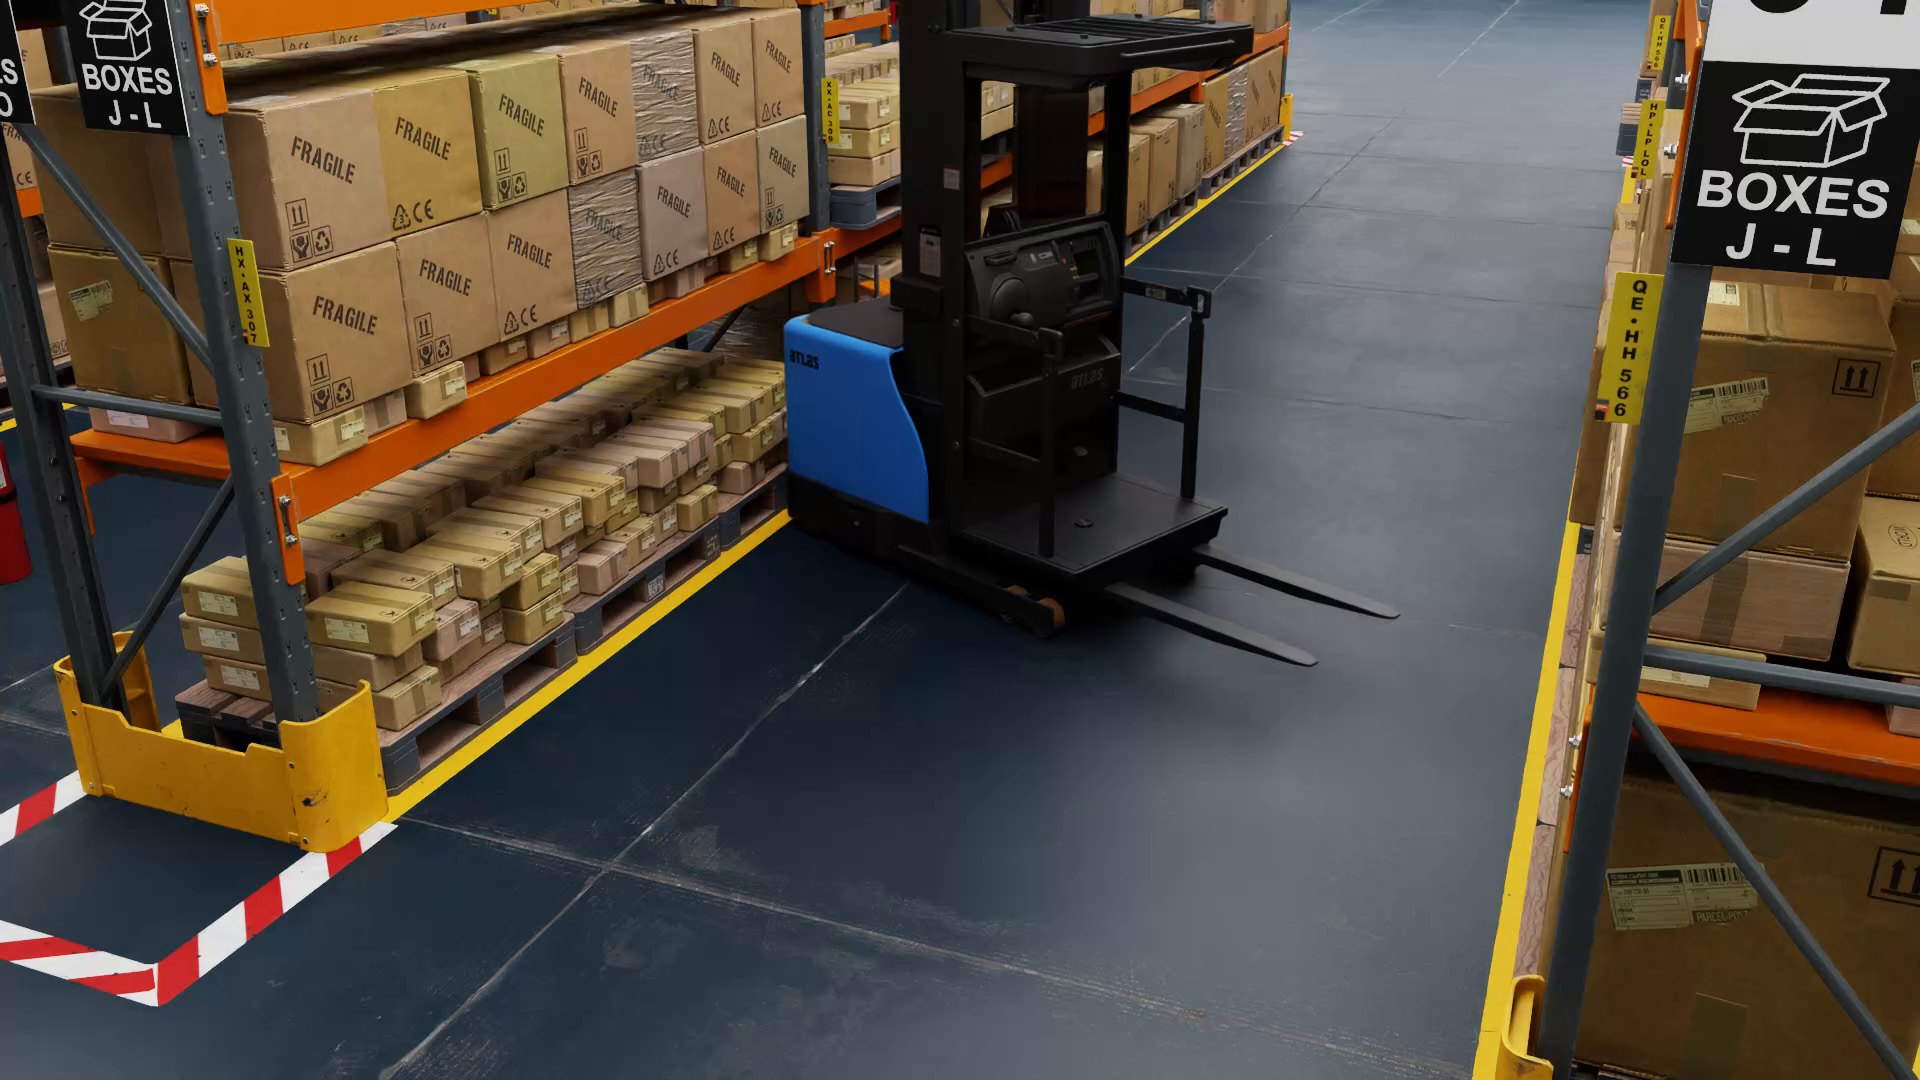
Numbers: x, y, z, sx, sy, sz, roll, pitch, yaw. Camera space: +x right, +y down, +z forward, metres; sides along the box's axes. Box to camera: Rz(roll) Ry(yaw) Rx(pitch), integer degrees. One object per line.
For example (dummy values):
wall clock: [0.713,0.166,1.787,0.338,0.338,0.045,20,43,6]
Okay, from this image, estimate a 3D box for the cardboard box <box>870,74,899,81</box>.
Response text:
cardboard box: [-0.304,-2.562,9.502,0.380,0.149,0.250,8,24,19]

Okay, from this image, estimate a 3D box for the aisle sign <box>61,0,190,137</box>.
aisle sign: [-2.402,-1.553,4.703,0.394,0.787,0.004,9,24,20]

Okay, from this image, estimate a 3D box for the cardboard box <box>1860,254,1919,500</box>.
cardboard box: [2.529,-0.402,4.157,0.500,0.500,0.500,8,24,19]

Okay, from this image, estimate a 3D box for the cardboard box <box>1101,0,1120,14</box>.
cardboard box: [0.869,-4.317,13.267,0.700,0.500,0.500,8,24,19]

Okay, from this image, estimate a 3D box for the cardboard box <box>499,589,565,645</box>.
cardboard box: [-1.858,0.287,6.826,0.380,0.149,0.250,9,24,21]

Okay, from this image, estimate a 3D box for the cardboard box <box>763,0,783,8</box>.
cardboard box: [-2.242,-5.873,17.903,0.500,0.500,0.500,9,24,20]

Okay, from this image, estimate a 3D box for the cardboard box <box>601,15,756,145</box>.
cardboard box: [-1.278,-2.106,7.587,0.500,0.500,0.500,8,24,18]

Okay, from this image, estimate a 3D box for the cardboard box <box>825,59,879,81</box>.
cardboard box: [-0.715,-2.844,10.176,0.380,0.149,0.250,8,24,18]

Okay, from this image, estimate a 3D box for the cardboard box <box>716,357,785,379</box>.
cardboard box: [-1.058,-0.842,8.756,0.380,0.149,0.250,9,24,22]

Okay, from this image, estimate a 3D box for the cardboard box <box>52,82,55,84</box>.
cardboard box: [-5.863,-2.880,10.800,0.500,0.250,0.500,9,24,20]

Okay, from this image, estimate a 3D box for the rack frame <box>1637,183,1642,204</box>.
rack frame: [6.372,-3.970,13.864,1.000,3.000,0.127,9,24,20]

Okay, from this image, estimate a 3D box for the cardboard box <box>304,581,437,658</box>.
cardboard box: [-2.143,0.286,6.056,0.380,0.149,0.250,8,24,18]

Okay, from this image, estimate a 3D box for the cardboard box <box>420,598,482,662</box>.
cardboard box: [-2.066,0.321,6.357,0.380,0.149,0.250,9,24,20]

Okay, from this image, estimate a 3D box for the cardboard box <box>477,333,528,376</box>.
cardboard box: [-1.930,-0.767,6.521,0.380,0.149,0.250,9,24,20]

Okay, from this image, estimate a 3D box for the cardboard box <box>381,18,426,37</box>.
cardboard box: [-4.447,-4.058,12.647,0.500,0.500,0.500,9,24,21]

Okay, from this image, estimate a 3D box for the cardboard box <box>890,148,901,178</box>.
cardboard box: [-0.497,-2.107,9.183,0.380,0.149,0.250,9,24,21]

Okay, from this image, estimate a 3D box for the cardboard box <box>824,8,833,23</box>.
cardboard box: [-1.694,-6.073,19.222,0.380,0.149,0.250,9,24,20]

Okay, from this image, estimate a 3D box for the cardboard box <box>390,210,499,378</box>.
cardboard box: [-2.055,-0.922,6.050,0.500,0.500,0.500,9,24,20]

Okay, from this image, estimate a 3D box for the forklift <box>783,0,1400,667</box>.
forklift: [0.529,-1.157,7.217,3.031,2.935,1.130,21,30,41]

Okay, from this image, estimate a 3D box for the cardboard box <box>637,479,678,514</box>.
cardboard box: [-1.541,-0.251,7.728,0.380,0.149,0.250,8,24,18]

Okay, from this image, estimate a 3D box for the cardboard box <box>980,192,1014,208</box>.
cardboard box: [0.130,-2.207,11.368,0.500,0.250,0.500,9,24,21]

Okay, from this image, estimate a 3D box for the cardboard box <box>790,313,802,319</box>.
cardboard box: [-0.647,-1.121,9.740,0.500,0.500,0.500,10,25,22]

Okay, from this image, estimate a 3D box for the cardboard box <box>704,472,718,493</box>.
cardboard box: [-1.420,-0.281,8.186,0.380,0.149,0.250,8,24,19]

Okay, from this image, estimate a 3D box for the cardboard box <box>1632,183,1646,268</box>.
cardboard box: [3.510,-1.536,7.906,0.500,0.500,0.500,10,25,22]

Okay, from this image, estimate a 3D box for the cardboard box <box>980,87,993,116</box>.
cardboard box: [-0.015,-2.704,10.227,0.380,0.149,0.250,8,24,19]

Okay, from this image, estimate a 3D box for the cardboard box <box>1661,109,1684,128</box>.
cardboard box: [2.985,-1.387,6.514,0.500,0.500,0.500,9,24,20]

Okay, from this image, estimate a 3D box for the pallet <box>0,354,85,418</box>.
pallet: [-6.156,-0.979,10.319,1.003,0.211,1.213,9,24,20]

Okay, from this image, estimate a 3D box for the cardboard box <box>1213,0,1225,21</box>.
cardboard box: [2.113,-5.120,16.420,0.875,0.550,0.550,9,24,20]

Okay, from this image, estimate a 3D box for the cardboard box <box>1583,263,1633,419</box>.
cardboard box: [3.950,-0.873,8.659,1.225,0.875,0.875,8,24,18]

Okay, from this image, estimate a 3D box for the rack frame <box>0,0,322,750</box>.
rack frame: [-2.653,-0.422,5.370,1.000,3.000,0.127,9,24,20]

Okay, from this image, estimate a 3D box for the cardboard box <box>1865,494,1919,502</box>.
cardboard box: [2.530,-0.064,4.321,0.500,0.250,0.500,8,24,19]

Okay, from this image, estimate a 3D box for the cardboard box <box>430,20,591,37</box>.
cardboard box: [-1.956,-2.008,7.354,0.500,0.500,0.500,9,24,21]

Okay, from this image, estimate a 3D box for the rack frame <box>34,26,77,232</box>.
rack frame: [-5.801,-2.526,10.407,1.000,3.000,0.127,9,24,20]

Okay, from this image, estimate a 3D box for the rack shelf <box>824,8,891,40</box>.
rack shelf: [-2.087,-5.773,19.112,1.077,0.370,4.000,9,24,20]

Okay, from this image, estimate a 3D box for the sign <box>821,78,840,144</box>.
sign: [-0.661,-2.178,8.450,0.100,0.325,0.005,9,24,20]

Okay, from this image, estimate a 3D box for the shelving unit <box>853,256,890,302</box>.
shelving unit: [-0.278,-0.937,8.934,0.503,1.200,0.258,-14,26,-30]

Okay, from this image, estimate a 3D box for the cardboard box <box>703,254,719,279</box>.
cardboard box: [-1.365,-1.325,7.856,0.380,0.149,0.250,8,24,19]

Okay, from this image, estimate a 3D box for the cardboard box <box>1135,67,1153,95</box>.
cardboard box: [1.297,-3.994,13.791,0.500,0.500,0.500,9,24,19]

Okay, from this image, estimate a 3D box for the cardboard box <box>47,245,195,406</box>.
cardboard box: [-2.725,-0.804,5.766,0.500,0.500,0.500,9,24,21]

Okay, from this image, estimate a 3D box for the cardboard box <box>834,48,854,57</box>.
cardboard box: [-1.590,-5.580,19.768,0.500,0.500,0.500,10,25,22]

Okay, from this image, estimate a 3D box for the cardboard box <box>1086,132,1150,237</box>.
cardboard box: [0.950,-2.959,13.817,1.050,0.750,0.750,9,24,21]

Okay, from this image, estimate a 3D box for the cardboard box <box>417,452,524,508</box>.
cardboard box: [-2.163,-0.260,7.362,0.380,0.149,0.250,8,24,18]

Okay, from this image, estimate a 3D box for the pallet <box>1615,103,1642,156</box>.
pallet: [5.052,-2.721,11.121,1.213,0.211,1.003,9,24,20]

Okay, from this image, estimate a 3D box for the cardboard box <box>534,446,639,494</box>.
cardboard box: [-1.668,-0.292,7.438,0.380,0.149,0.250,9,24,20]

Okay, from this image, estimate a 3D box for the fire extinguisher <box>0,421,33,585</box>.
fire extinguisher: [-3.175,-0.191,5.399,0.296,0.674,0.183,9,24,20]

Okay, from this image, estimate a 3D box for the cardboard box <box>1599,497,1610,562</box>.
cardboard box: [2.024,-0.007,4.702,0.380,0.149,0.250,9,24,21]

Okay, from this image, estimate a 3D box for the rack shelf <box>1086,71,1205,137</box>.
rack shelf: [1.061,-3.669,14.075,1.077,0.370,4.000,9,24,20]

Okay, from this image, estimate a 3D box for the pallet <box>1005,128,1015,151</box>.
pallet: [0.152,-2.927,11.613,1.213,0.211,1.003,9,24,20]

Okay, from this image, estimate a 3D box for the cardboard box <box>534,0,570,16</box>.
cardboard box: [-3.746,-4.650,14.431,0.500,0.500,0.500,10,25,23]

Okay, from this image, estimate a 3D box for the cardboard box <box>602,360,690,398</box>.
cardboard box: [-1.645,-0.823,8.711,0.380,0.149,0.250,10,25,23]
